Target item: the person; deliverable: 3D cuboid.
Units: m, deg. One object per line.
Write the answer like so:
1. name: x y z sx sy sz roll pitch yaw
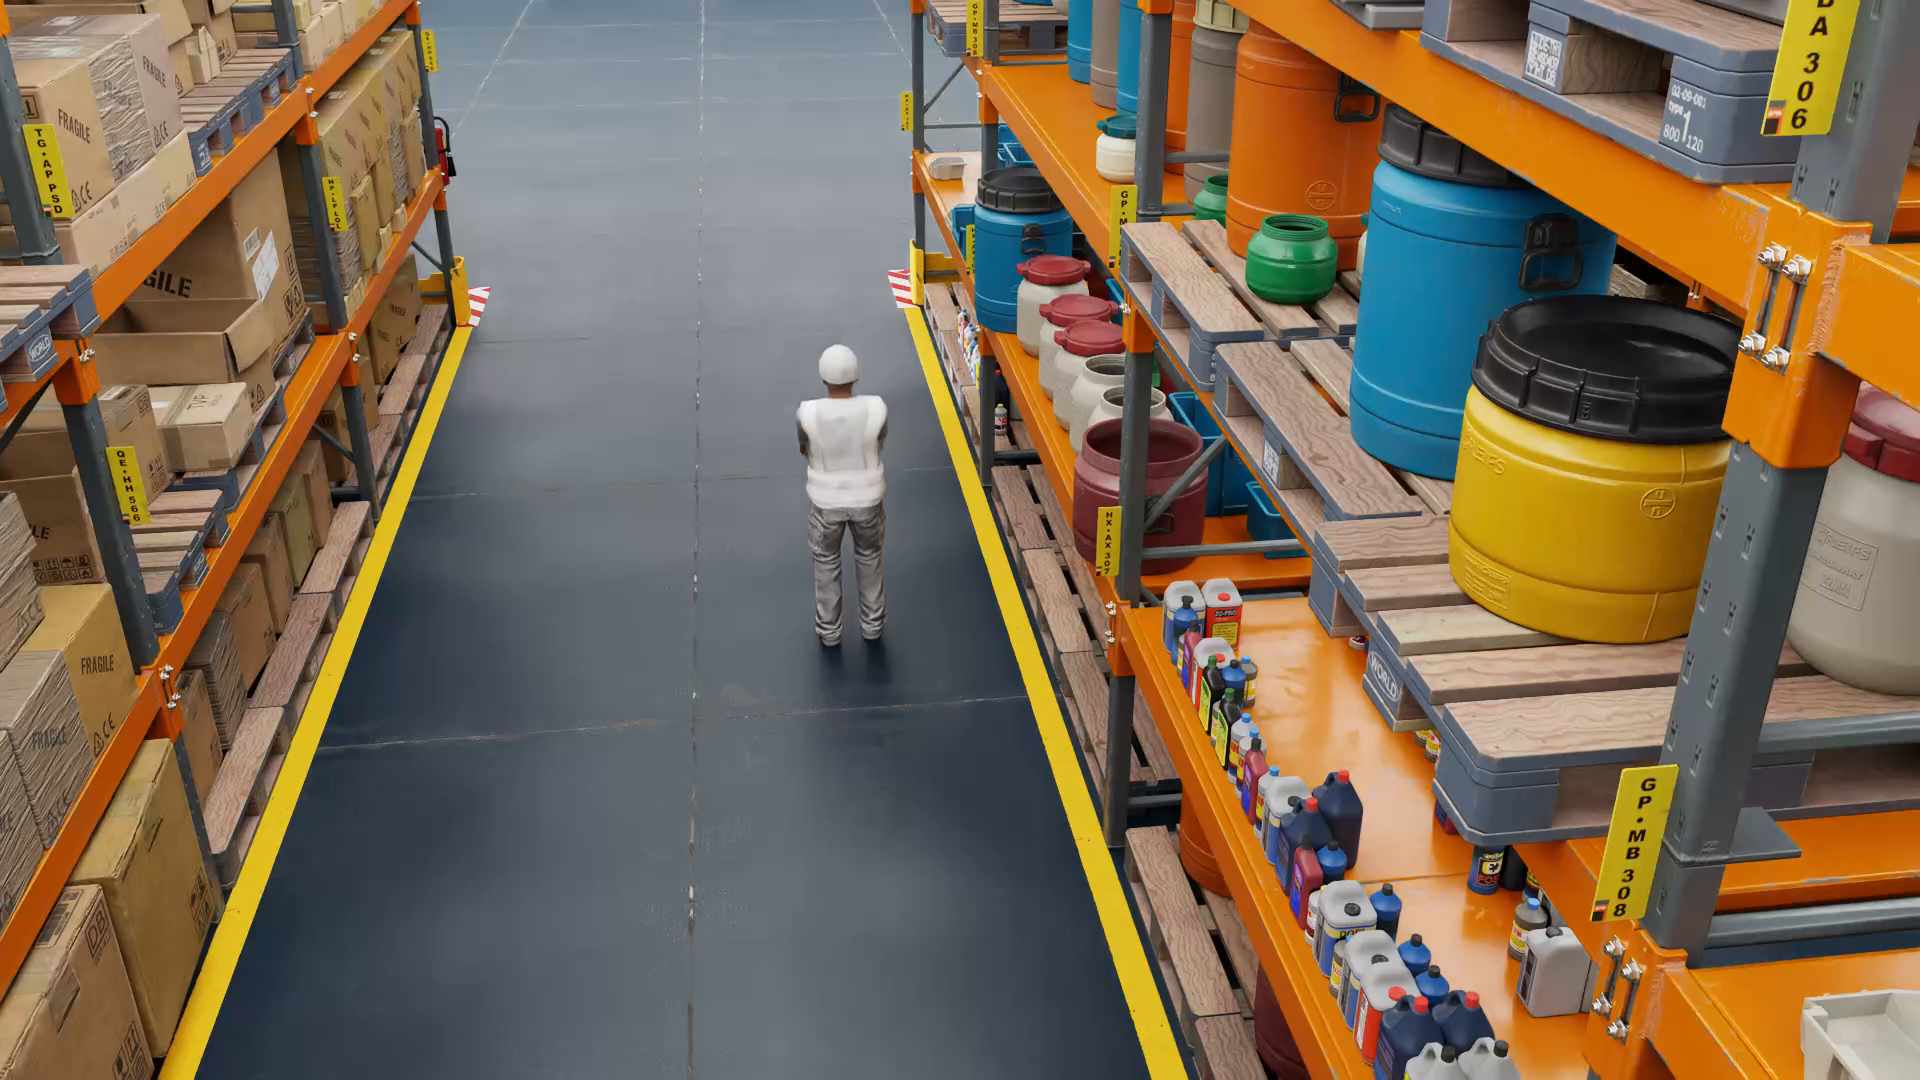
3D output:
1. person: -0.643 -0.282 9.152 0.494 1.782 0.579 -4 27 -7
